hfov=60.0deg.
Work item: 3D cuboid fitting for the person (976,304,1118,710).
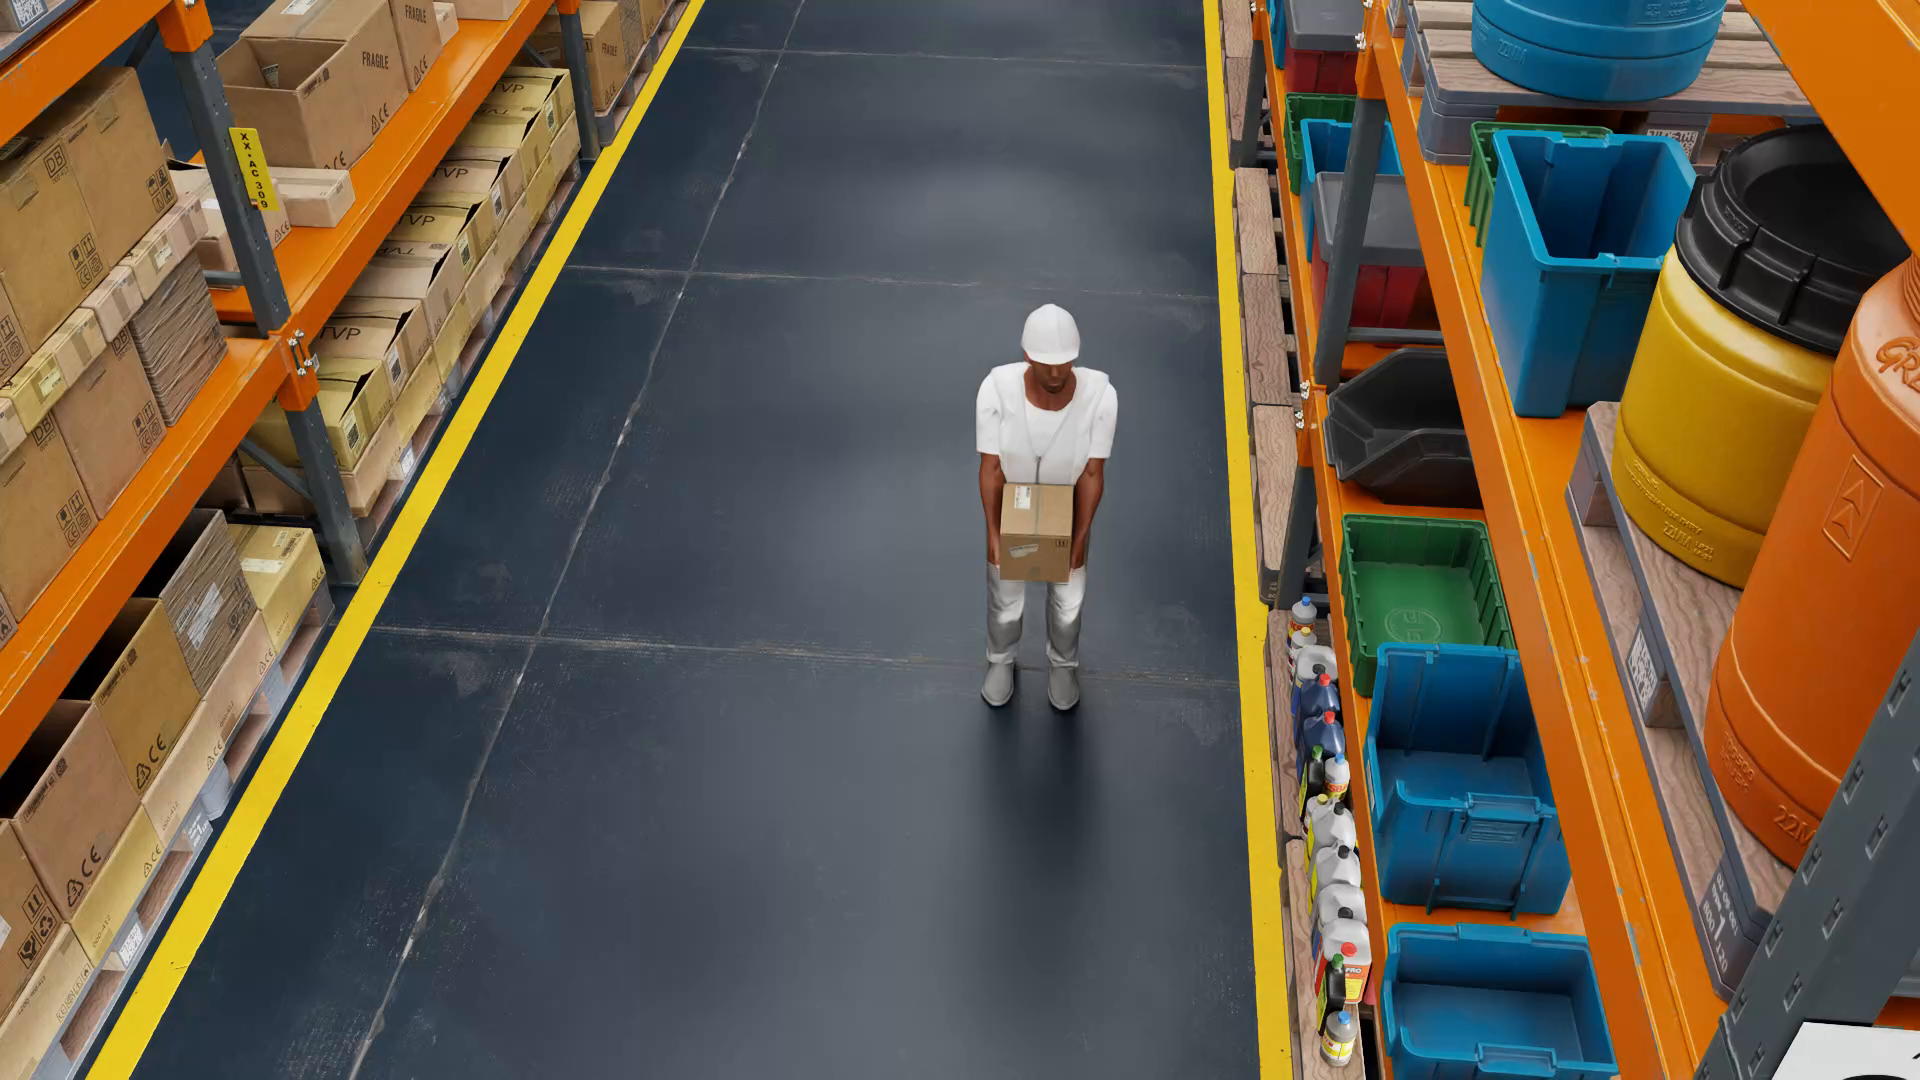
[{"bbox_3d":[0.303,-0.044,6.191,0.505,1.763,0.570,3,40,3],"label":"person"}]
